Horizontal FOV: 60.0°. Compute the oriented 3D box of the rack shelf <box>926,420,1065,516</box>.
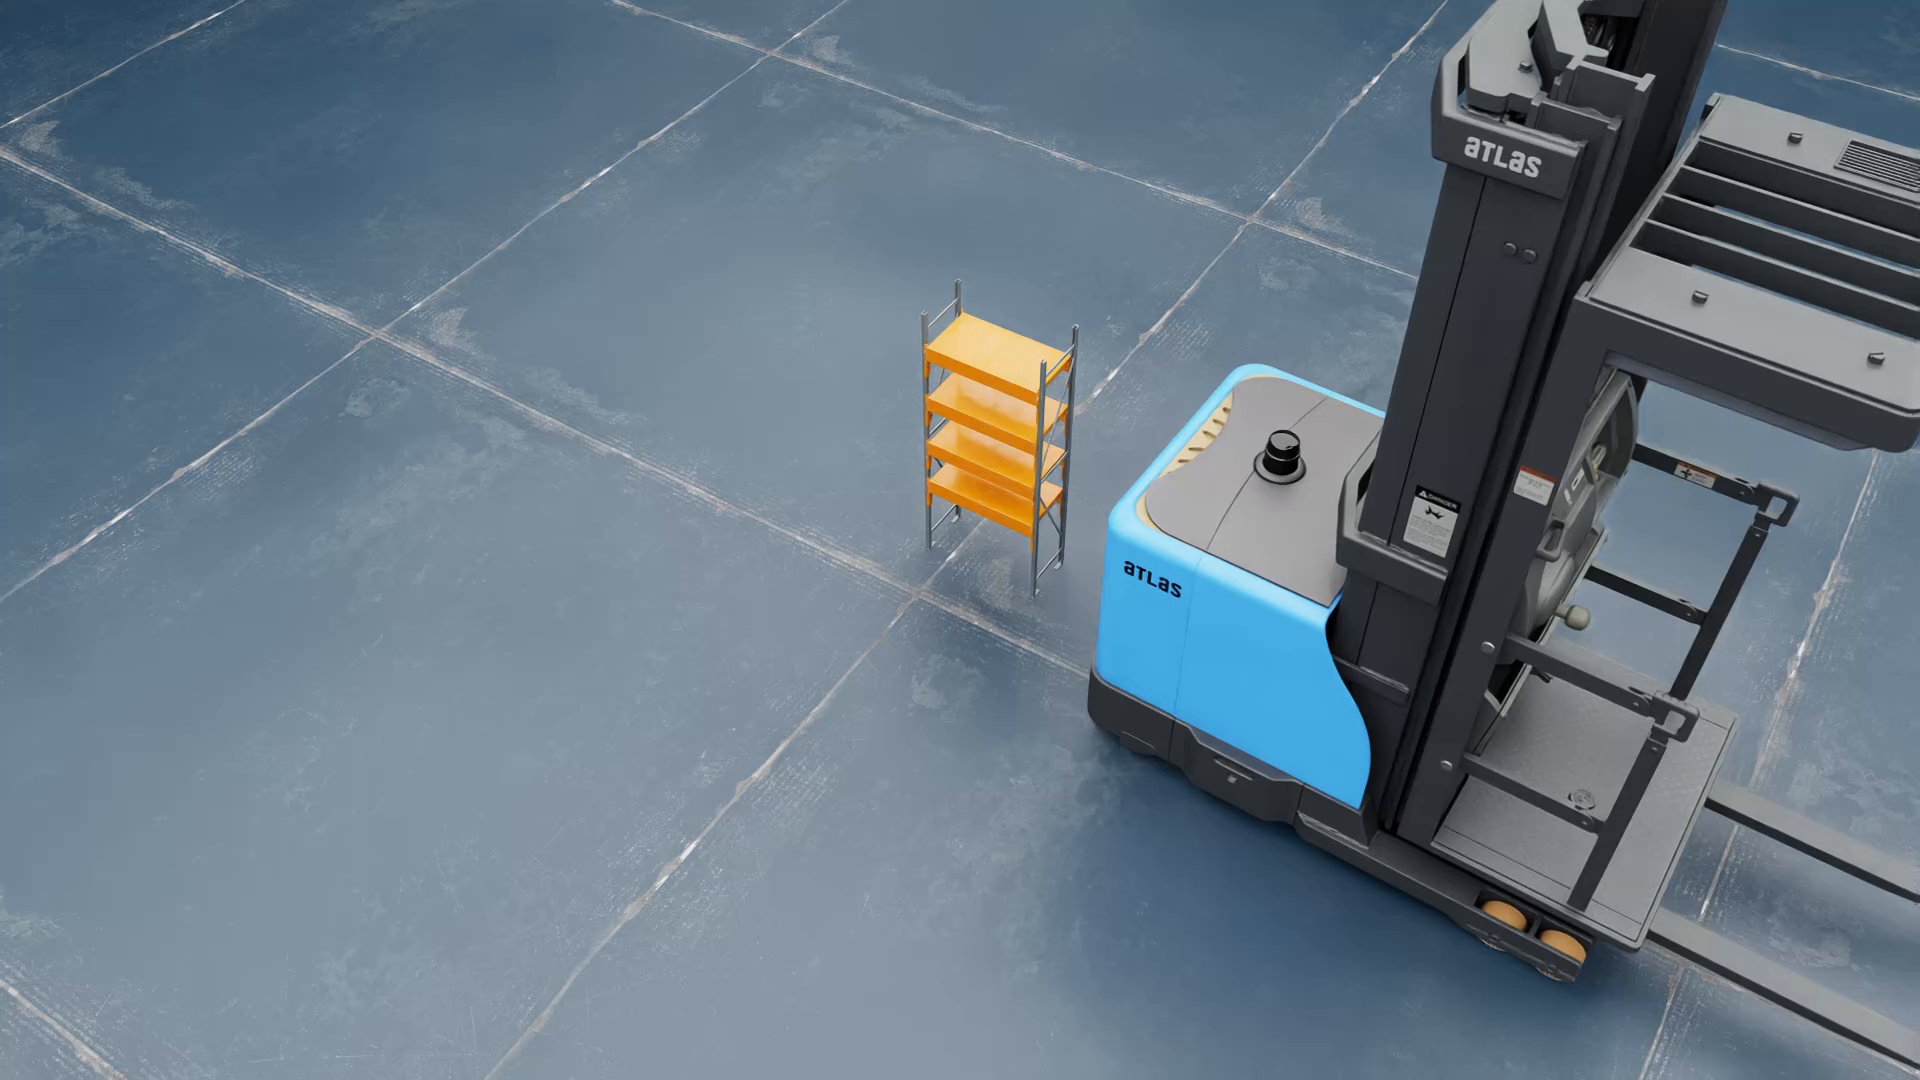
[{"bbox_3d":[0.139,-0.307,6.306,0.480,0.148,0.258,25,51,22],"label":"rack shelf"}]

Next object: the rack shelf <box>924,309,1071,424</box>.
[{"bbox_3d":[0.139,-0.628,5.976,0.480,0.148,0.258,25,51,22],"label":"rack shelf"}]

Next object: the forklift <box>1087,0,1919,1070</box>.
[{"bbox_3d":[1.970,-0.041,4.747,3.031,2.935,1.130,26,51,23],"label":"forklift"}]

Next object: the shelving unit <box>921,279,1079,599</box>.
[{"bbox_3d":[0.139,-0.354,6.257,0.503,1.200,0.258,25,51,22],"label":"shelving unit"}]

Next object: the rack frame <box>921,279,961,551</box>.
[{"bbox_3d":[-0.066,-0.449,6.349,0.015,1.200,0.240,25,51,22],"label":"rack frame"}]

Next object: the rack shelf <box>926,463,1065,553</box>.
[{"bbox_3d":[0.139,-0.169,6.448,0.480,0.148,0.258,25,51,22],"label":"rack shelf"}]

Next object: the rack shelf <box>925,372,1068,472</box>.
[{"bbox_3d":[0.139,-0.463,6.145,0.480,0.148,0.258,25,51,22],"label":"rack shelf"}]

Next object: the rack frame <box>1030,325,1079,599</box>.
[{"bbox_3d":[0.345,-0.260,6.166,0.015,1.200,0.240,25,51,22],"label":"rack frame"}]
